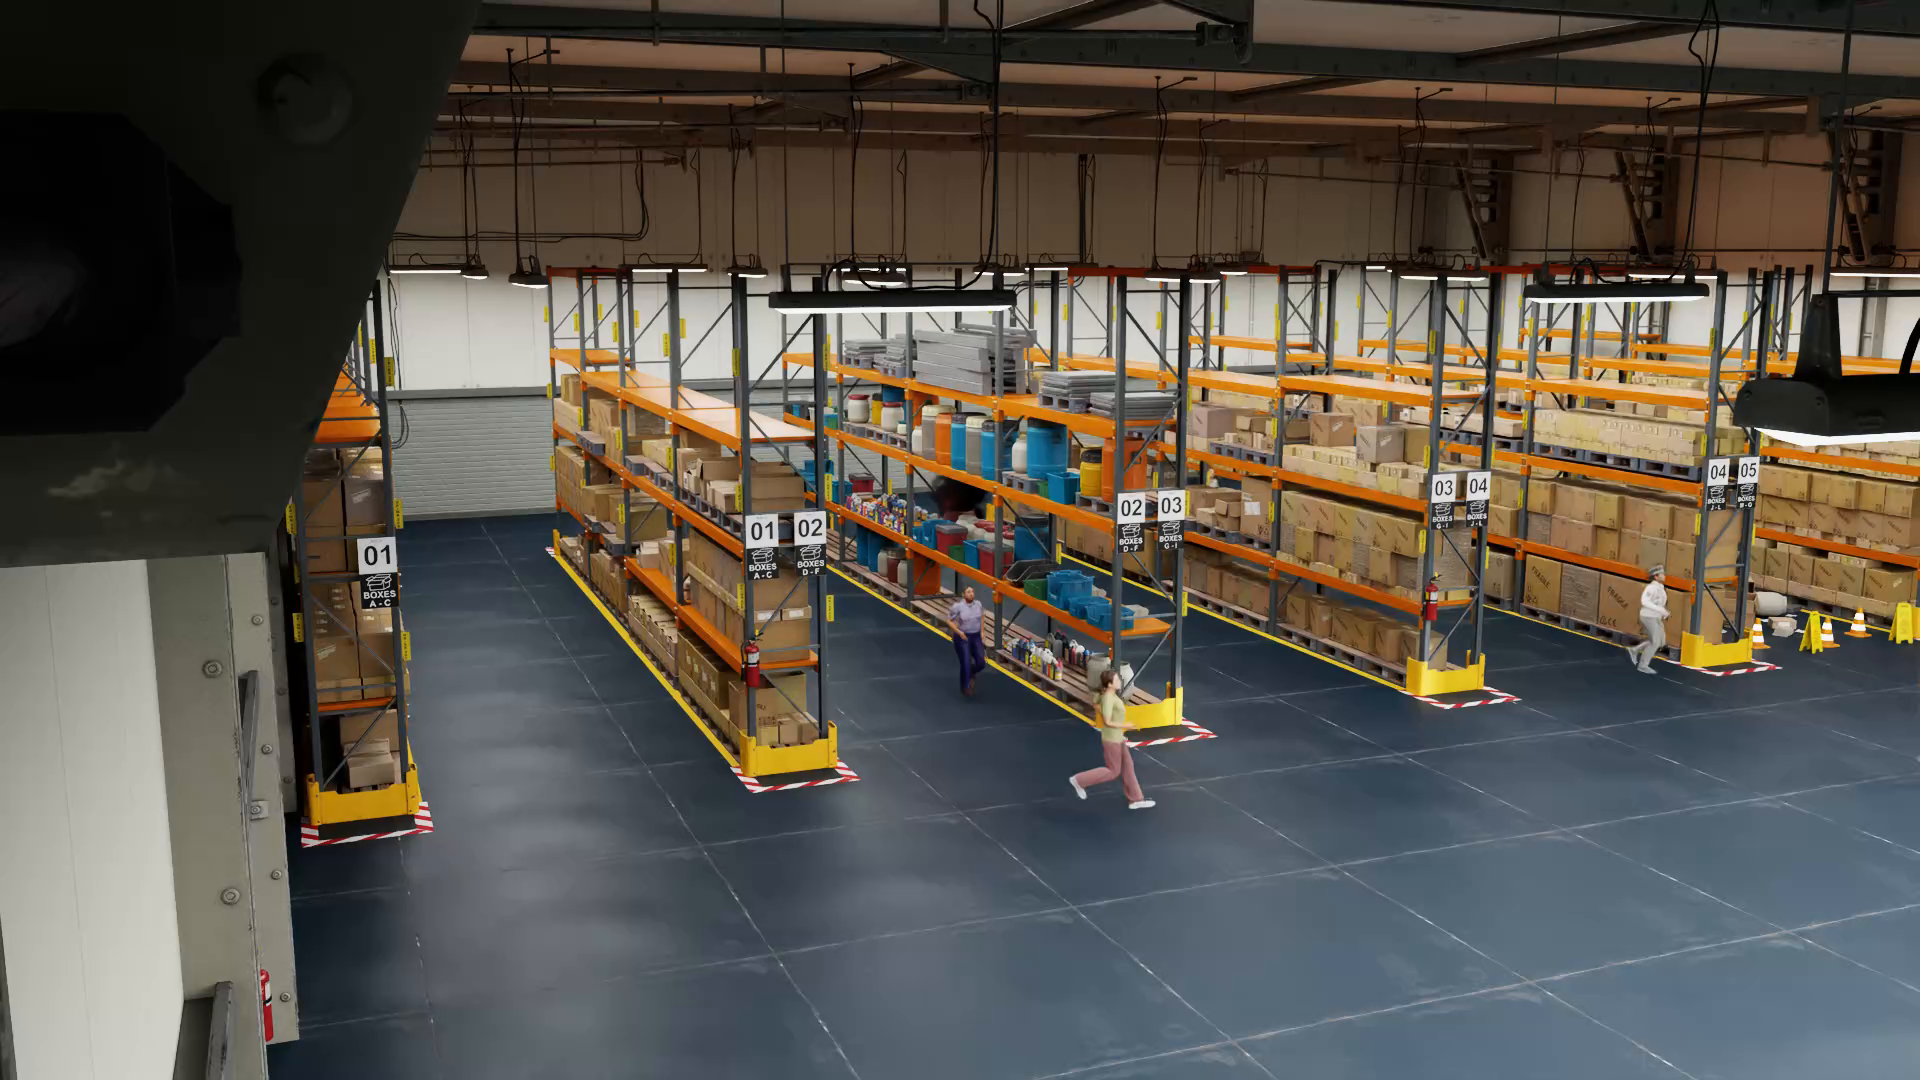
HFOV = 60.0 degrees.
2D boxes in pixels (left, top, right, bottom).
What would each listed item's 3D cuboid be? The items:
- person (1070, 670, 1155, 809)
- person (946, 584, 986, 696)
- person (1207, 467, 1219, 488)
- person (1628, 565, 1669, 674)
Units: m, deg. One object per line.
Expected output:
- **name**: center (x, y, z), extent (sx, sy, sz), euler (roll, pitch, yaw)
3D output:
- **person**: center (1.747, 2.268, 18.902), extent (0.969, 1.634, 0.592), euler (1, 10, 3)
- **person**: center (0.111, 1.428, 23.825), extent (0.621, 1.610, 0.548), euler (-4, 11, -24)
- **person**: center (5.471, -0.806, 36.560), extent (0.556, 1.626, 0.626), euler (-4, 11, -22)
- **person**: center (10.490, 1.184, 25.212), extent (0.598, 1.654, 0.643), euler (9, 13, 41)
